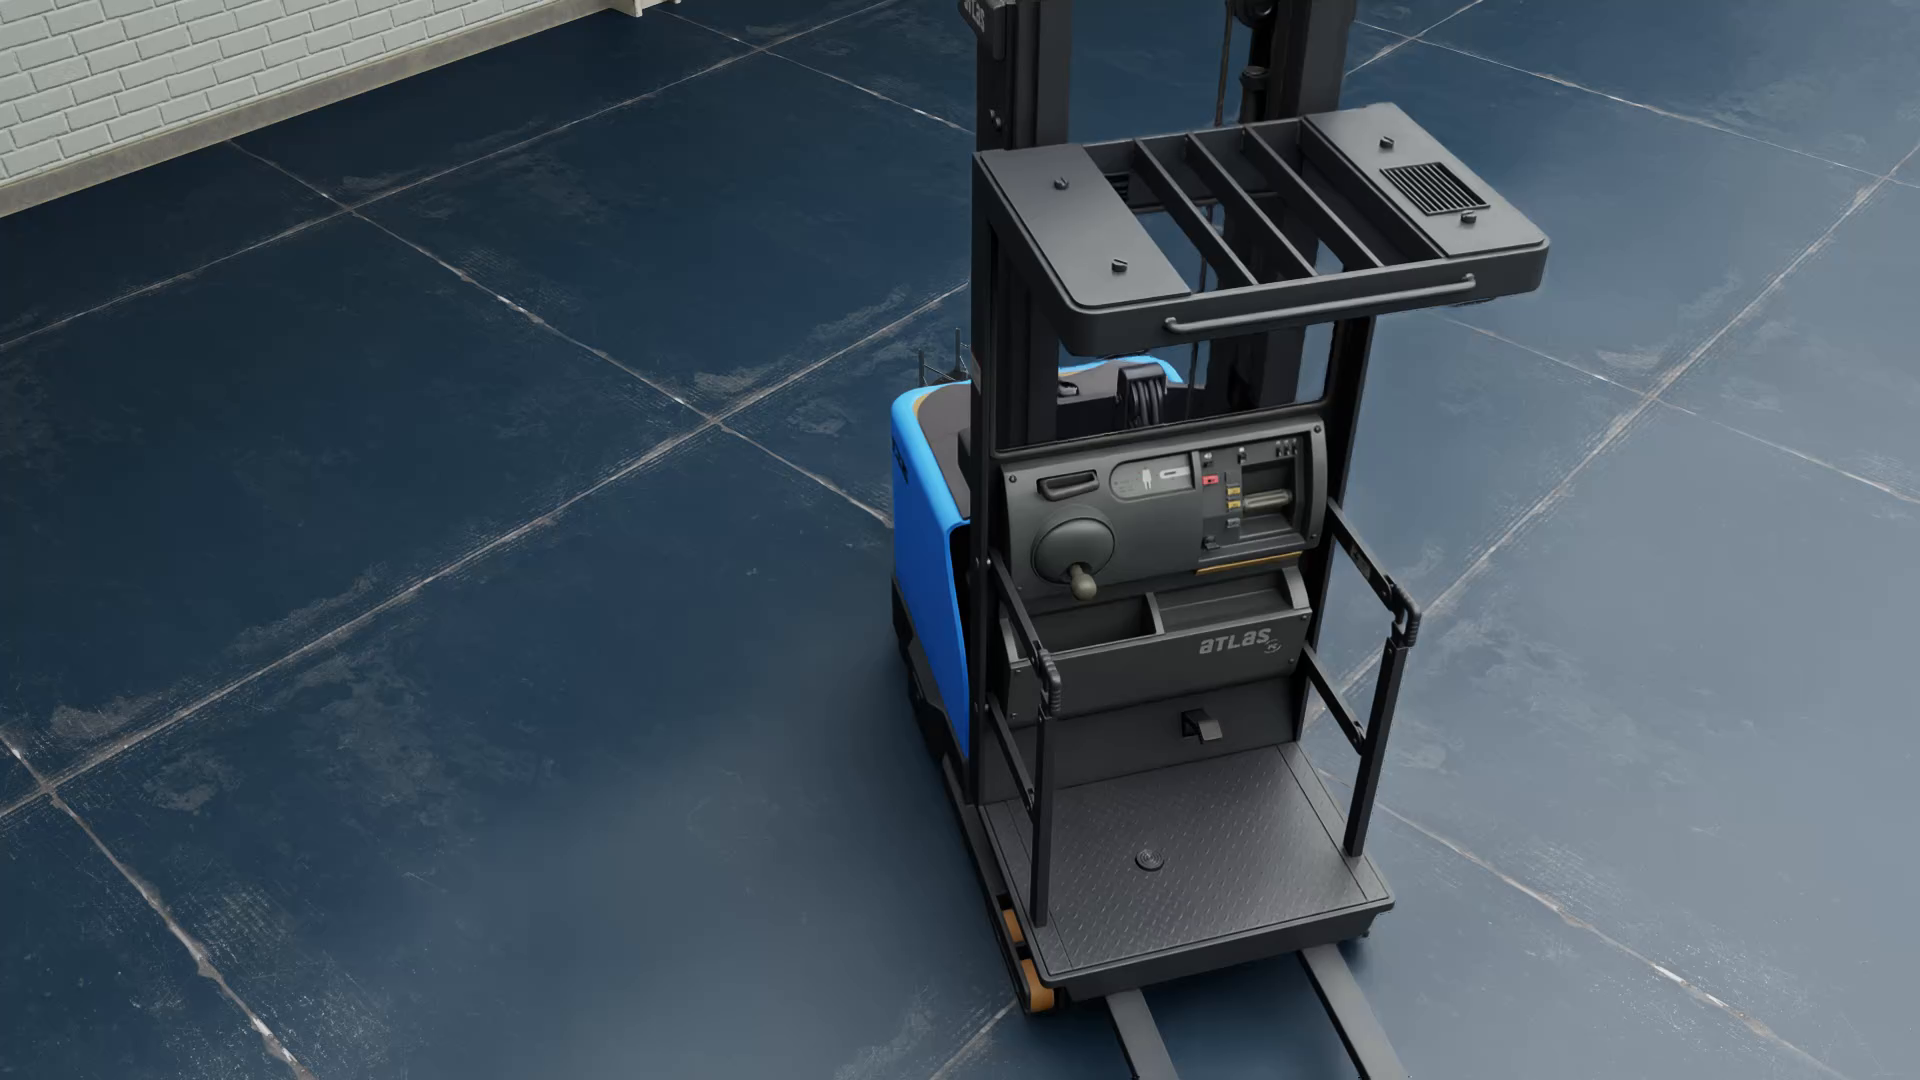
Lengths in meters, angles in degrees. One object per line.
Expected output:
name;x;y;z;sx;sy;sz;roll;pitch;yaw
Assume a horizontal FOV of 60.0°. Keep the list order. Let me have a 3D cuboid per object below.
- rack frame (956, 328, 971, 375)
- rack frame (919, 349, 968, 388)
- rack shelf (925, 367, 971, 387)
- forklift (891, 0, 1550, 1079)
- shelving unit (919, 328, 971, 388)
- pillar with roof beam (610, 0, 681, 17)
rack frame;0.074;-0.403;6.533;0.240;0.900;0.006;30;47;32
rack frame;-0.063;-0.309;6.416;0.240;0.900;0.006;30;47;32
rack shelf;0.006;-0.541;6.327;0.258;0.077;0.200;30;47;32
forklift;0.631;-0.011;4.408;1.130;2.935;3.031;-10;40;-12
shelving unit;0.005;-0.356;6.475;0.258;0.900;0.210;30;47;32
pillar with roof beam;1.025;-5.377;6.282;9.100;9.000;0.400;30;47;32
